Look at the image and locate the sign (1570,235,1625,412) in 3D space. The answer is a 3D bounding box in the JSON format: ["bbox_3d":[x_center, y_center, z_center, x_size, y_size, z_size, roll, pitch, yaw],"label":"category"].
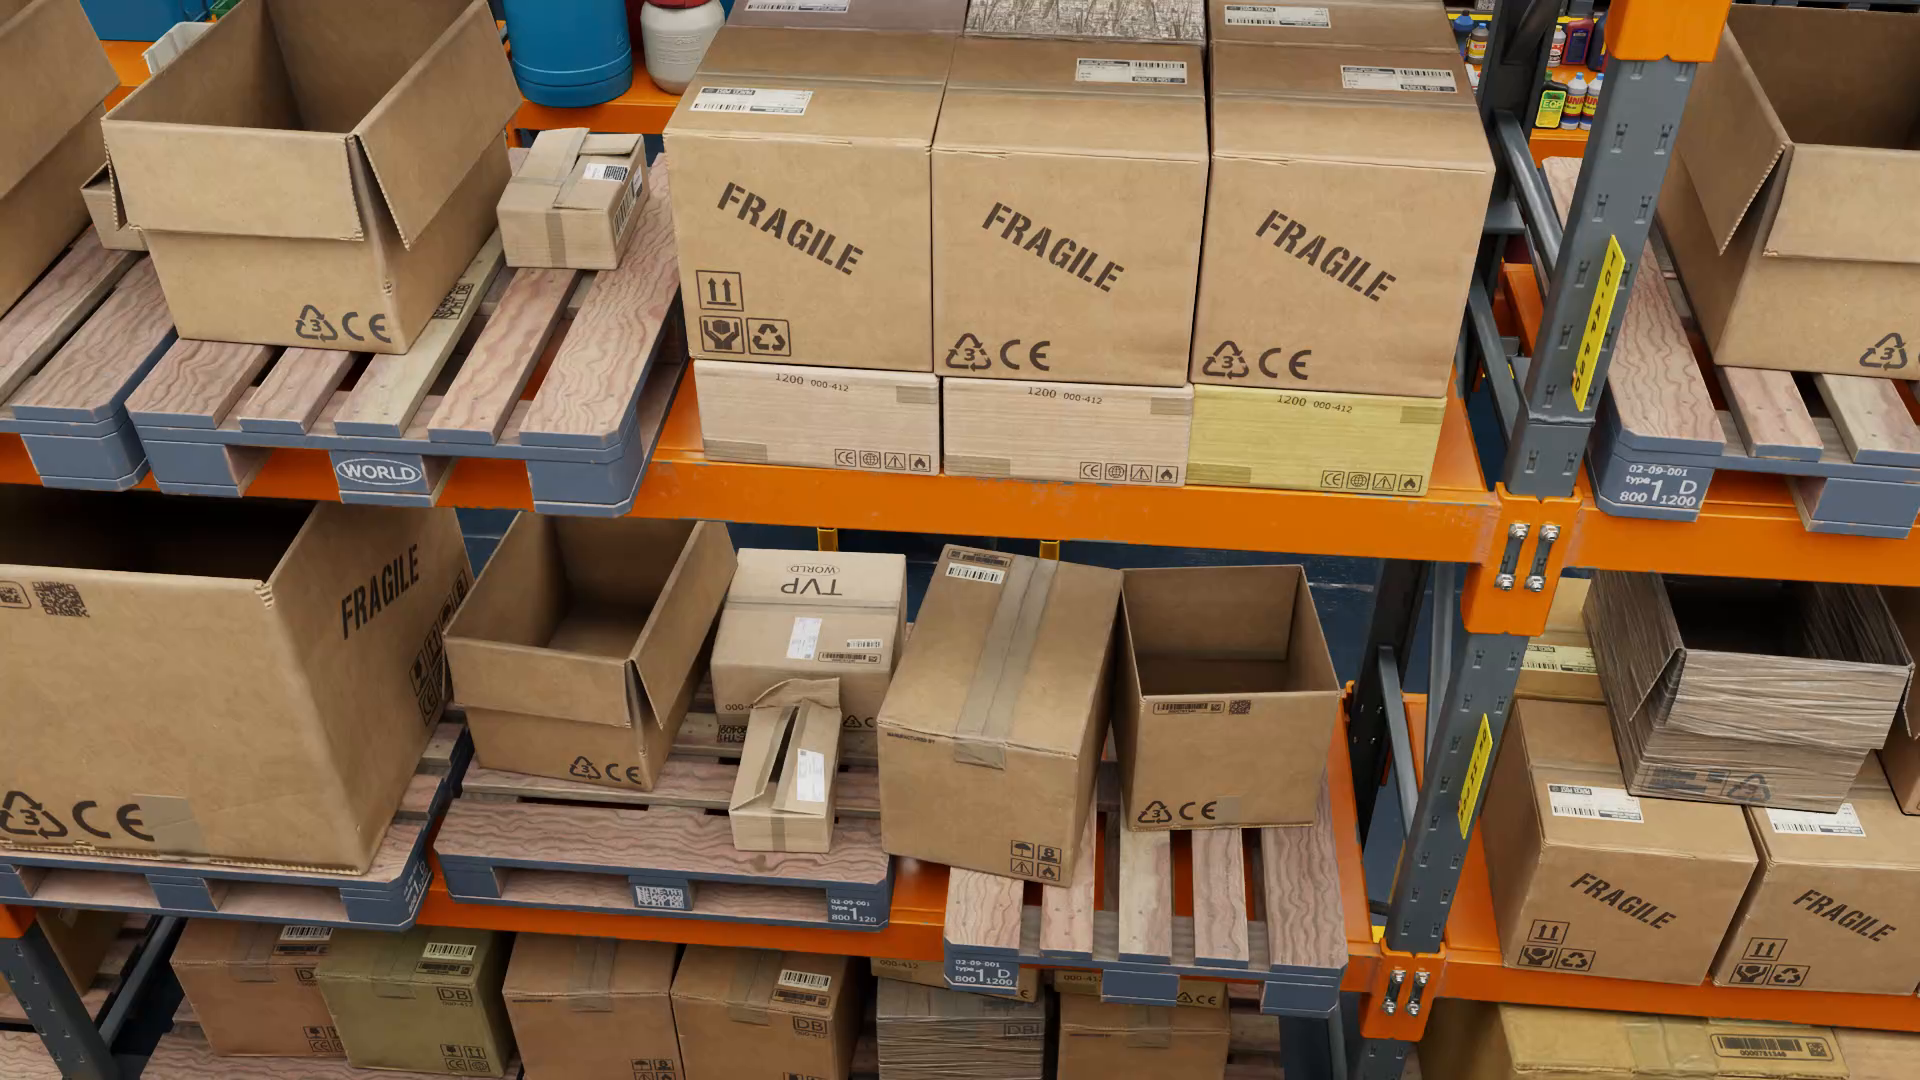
[{"bbox_3d":[1.178,-0.399,3.078,0.005,0.325,0.100,3,39,4],"label":"sign"}]

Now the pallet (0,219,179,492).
[{"bbox_3d":[-2.153,-0.584,3.864,1.003,0.211,1.213,3,39,4],"label":"pallet"}]

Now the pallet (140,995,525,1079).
[{"bbox_3d":[-1.983,1.529,5.704,1.213,0.211,1.003,3,39,4],"label":"pallet"}]

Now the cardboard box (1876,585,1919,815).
[{"bbox_3d":[2.602,0.284,4.152,0.637,0.503,0.797,4,39,5],"label":"cardboard box"}]

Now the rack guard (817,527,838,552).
[{"bbox_3d":[-0.572,-0.128,7.710,0.087,0.250,0.587,3,39,4],"label":"rack guard"}]

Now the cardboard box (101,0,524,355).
[{"bbox_3d":[-1.360,-0.821,3.592,0.637,0.503,0.797,5,39,6],"label":"cardboard box"}]

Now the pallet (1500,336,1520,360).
[{"bbox_3d":[2.443,-1.393,9.294,1.213,0.211,1.003,3,39,4],"label":"pallet"}]

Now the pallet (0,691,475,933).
[{"bbox_3d":[-2.010,0.614,4.772,1.213,0.211,1.003,3,39,4],"label":"pallet"}]

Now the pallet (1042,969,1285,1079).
[{"bbox_3d":[0.448,1.662,5.541,1.213,0.211,1.003,3,39,4],"label":"pallet"}]

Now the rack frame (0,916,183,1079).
[{"bbox_3d":[-2.759,0.406,4.875,0.127,3.000,1.000,3,39,4],"label":"rack frame"}]

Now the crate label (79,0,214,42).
[{"bbox_3d":[-4.459,-3.010,9.044,0.616,0.435,0.502,3,39,4],"label":"crate label"}]

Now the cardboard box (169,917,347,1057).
[{"bbox_3d":[-2.149,1.252,5.467,0.500,0.500,0.700,0,39,0],"label":"cardboard box"}]

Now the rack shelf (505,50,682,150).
[{"bbox_3d":[-0.339,-2.321,8.795,4.000,0.370,1.077,3,39,4],"label":"rack shelf"}]

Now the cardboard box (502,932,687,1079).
[{"bbox_3d":[-1.118,1.320,5.384,0.500,0.500,0.700,0,39,0],"label":"cardboard box"}]

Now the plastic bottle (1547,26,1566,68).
[{"bbox_3d":[3.116,-2.593,8.717,0.097,0.201,0.097,0,39,0],"label":"plastic bottle"}]

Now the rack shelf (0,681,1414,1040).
[{"bbox_3d":[-0.766,0.794,4.968,4.000,0.370,1.077,3,39,4],"label":"rack shelf"}]

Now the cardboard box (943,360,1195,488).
[{"bbox_3d":[0.236,-0.371,3.573,0.500,0.250,0.500,3,39,4],"label":"cardboard box"}]

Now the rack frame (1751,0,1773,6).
[{"bbox_3d":[6.070,-5.388,11.993,0.127,3.000,1.000,3,39,4],"label":"rack frame"}]

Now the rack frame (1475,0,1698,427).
[{"bbox_3d":[1.226,-1.703,2.713,0.127,3.000,1.000,3,39,4],"label":"rack frame"}]

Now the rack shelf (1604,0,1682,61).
[{"bbox_3d":[-0.766,-1.377,3.200,4.000,0.370,1.077,3,39,4],"label":"rack shelf"}]

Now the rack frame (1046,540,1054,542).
[{"bbox_3d":[0.421,-0.559,7.248,0.032,1.500,0.500,3,39,4],"label":"rack frame"}]

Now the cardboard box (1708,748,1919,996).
[{"bbox_3d":[2.201,0.810,4.300,0.500,0.500,0.500,2,39,3],"label":"cardboard box"}]

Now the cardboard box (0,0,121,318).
[{"bbox_3d":[-2.299,-0.872,3.655,0.637,0.503,0.797,1,39,2],"label":"cardboard box"}]

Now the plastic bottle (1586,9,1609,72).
[{"bbox_3d":[3.387,-2.621,8.633,0.185,0.351,0.144,3,39,4],"label":"plastic bottle"}]

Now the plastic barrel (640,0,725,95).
[{"bbox_3d":[-1.397,-2.571,8.425,0.433,0.535,0.433,0,39,0],"label":"plastic barrel"}]

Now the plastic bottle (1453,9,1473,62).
[{"bbox_3d":[2.631,-2.646,8.727,0.097,0.271,0.097,0,39,0],"label":"plastic bottle"}]

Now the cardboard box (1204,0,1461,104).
[{"bbox_3d":[0.780,-0.959,3.701,0.500,0.500,0.500,3,39,4],"label":"cardboard box"}]

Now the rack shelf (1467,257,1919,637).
[{"bbox_3d":[3.219,-0.151,3.753,4.000,0.370,1.077,3,39,4],"label":"rack shelf"}]

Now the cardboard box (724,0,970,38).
[{"bbox_3d":[-0.226,-1.012,3.766,0.500,0.500,0.500,2,39,3],"label":"cardboard box"}]

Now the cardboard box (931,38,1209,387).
[{"bbox_3d":[0.218,-0.662,3.335,0.500,0.500,0.500,3,39,4],"label":"cardboard box"}]

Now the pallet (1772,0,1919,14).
[{"bbox_3d":[6.754,-4.269,12.827,1.213,0.211,1.003,3,39,4],"label":"pallet"}]

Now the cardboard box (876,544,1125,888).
[{"bbox_3d":[0.120,0.451,4.408,0.500,0.500,0.700,9,40,10],"label":"cardboard box"}]

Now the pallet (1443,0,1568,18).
[{"bbox_3d":[4.037,-4.392,12.979,1.213,0.211,1.003,3,39,4],"label":"pallet"}]

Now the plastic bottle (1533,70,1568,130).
[{"bbox_3d":[2.877,-2.145,8.102,0.133,0.283,0.061,3,39,4],"label":"plastic bottle"}]

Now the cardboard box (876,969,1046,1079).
[{"bbox_3d":[0.003,1.377,5.314,0.500,0.500,0.700,0,39,0],"label":"cardboard box"}]

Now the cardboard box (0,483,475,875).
[{"bbox_3d":[-1.979,0.142,4.391,1.000,1.000,1.000,3,39,4],"label":"cardboard box"}]

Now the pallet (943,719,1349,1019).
[{"bbox_3d":[0.507,0.727,4.633,1.003,0.211,1.213,3,39,4],"label":"pallet"}]

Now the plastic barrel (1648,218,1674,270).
[{"bbox_3d":[3.838,-1.637,9.023,0.421,0.512,0.421,0,39,0],"label":"plastic barrel"}]

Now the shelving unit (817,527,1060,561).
[{"bbox_3d":[-0.076,-0.586,7.282,1.083,1.500,0.587,3,39,4],"label":"shelving unit"}]

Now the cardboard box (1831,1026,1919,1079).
[{"bbox_3d":[2.800,1.389,5.017,0.875,0.875,1.225,3,39,4],"label":"cardboard box"}]

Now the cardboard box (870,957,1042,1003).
[{"bbox_3d":[0.027,1.092,5.070,0.500,0.250,0.500,7,40,9],"label":"cardboard box"}]

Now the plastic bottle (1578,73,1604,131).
[{"bbox_3d":[3.091,-2.140,8.105,0.097,0.271,0.097,0,39,0],"label":"plastic bottle"}]

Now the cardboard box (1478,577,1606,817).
[{"bbox_3d":[1.739,0.456,4.734,0.500,0.500,0.500,4,39,5],"label":"cardboard box"}]

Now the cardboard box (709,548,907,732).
[{"bbox_3d":[-0.424,0.283,4.812,0.500,0.250,0.500,2,39,3],"label":"cardboard box"}]

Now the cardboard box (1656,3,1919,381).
[{"bbox_3d":[1.840,-0.754,3.510,0.637,0.503,0.797,5,39,6],"label":"cardboard box"}]

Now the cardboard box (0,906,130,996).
[{"bbox_3d":[-3.154,1.166,5.589,0.500,0.500,0.500,2,39,2],"label":"cardboard box"}]

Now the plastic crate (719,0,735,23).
[{"bbox_3d":[-1.206,-2.838,8.873,0.575,0.384,0.392,3,39,4],"label":"plastic crate"}]
